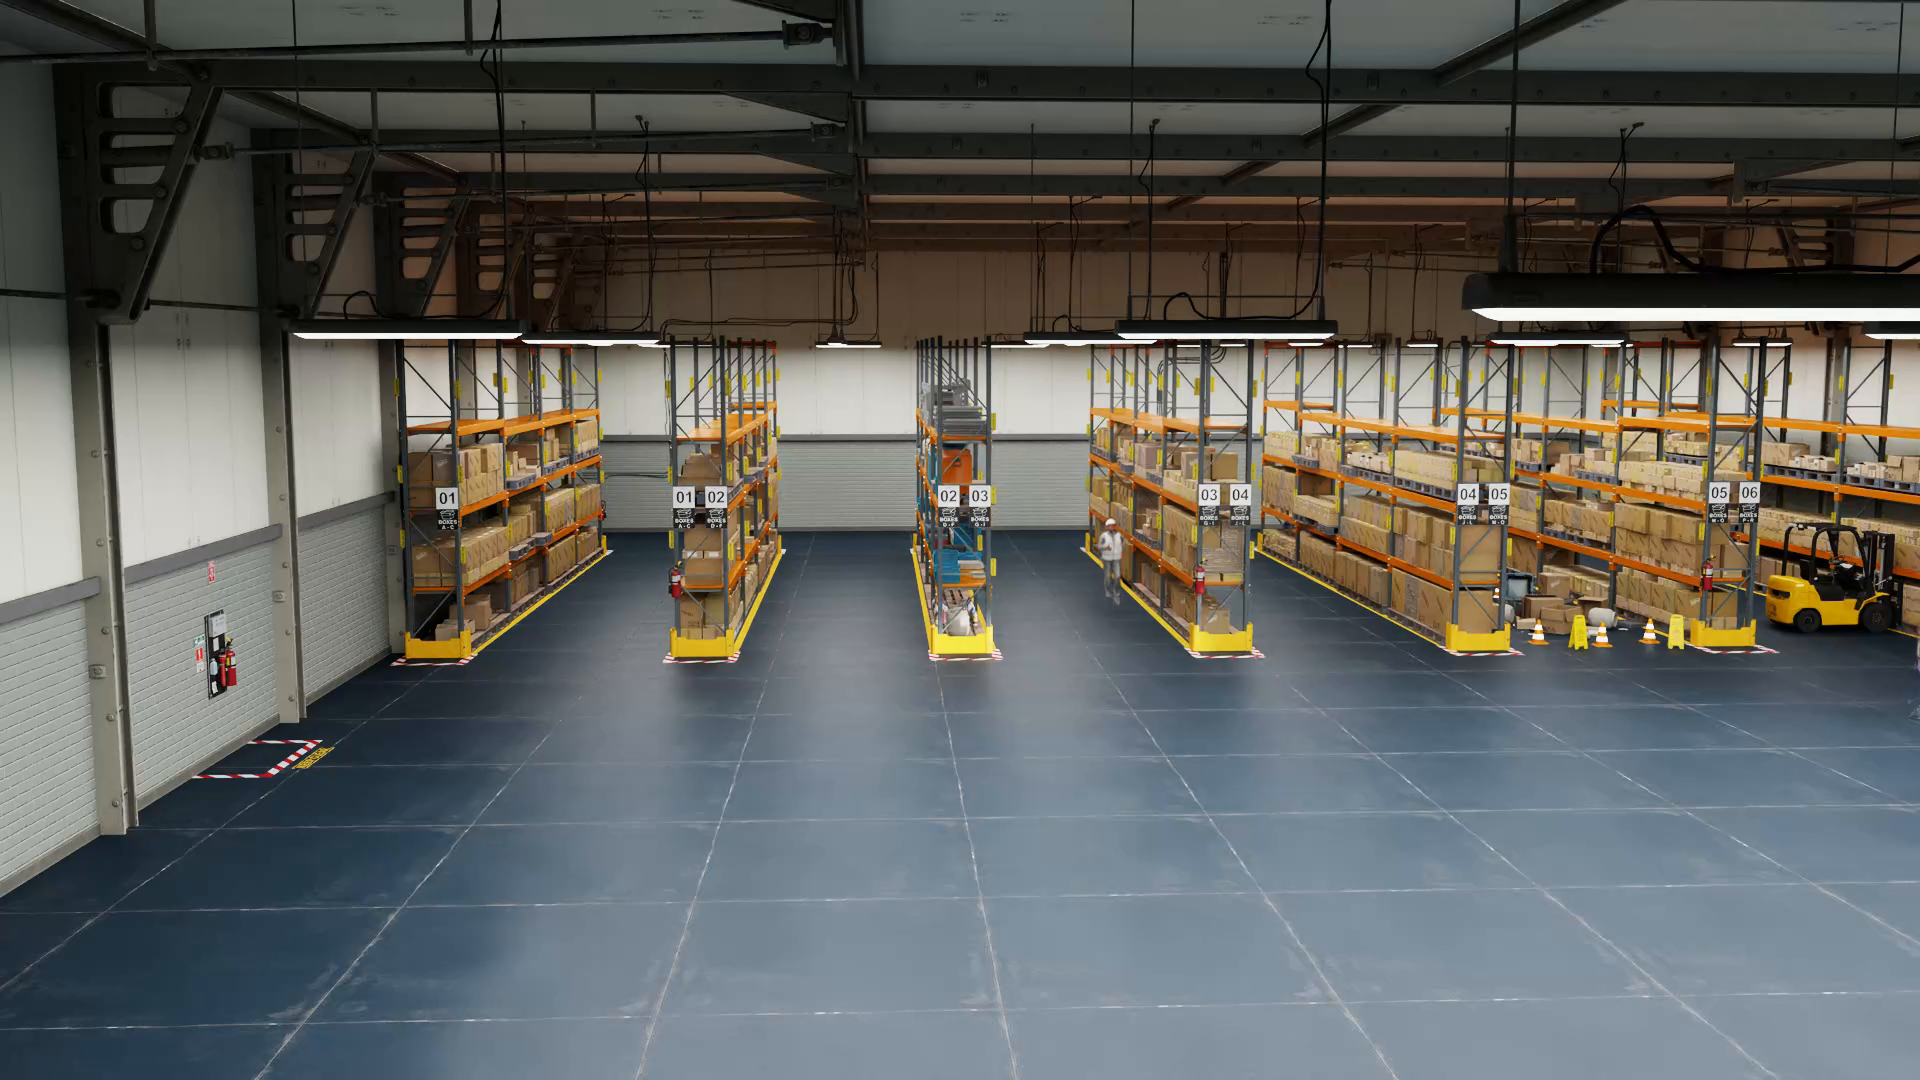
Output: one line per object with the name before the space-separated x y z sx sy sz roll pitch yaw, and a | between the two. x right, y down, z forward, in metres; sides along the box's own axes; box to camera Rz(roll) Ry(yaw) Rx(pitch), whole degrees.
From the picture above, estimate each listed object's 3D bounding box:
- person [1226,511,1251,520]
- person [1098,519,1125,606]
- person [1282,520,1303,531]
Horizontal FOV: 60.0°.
person | 7.542 -0.278 45.137 0.685 1.823 0.781 0 6 -2
person | 3.313 0.474 36.248 0.635 1.888 0.742 0 7 -4
person | 9.854 -0.569 49.135 0.747 1.512 0.579 -1 7 -9
